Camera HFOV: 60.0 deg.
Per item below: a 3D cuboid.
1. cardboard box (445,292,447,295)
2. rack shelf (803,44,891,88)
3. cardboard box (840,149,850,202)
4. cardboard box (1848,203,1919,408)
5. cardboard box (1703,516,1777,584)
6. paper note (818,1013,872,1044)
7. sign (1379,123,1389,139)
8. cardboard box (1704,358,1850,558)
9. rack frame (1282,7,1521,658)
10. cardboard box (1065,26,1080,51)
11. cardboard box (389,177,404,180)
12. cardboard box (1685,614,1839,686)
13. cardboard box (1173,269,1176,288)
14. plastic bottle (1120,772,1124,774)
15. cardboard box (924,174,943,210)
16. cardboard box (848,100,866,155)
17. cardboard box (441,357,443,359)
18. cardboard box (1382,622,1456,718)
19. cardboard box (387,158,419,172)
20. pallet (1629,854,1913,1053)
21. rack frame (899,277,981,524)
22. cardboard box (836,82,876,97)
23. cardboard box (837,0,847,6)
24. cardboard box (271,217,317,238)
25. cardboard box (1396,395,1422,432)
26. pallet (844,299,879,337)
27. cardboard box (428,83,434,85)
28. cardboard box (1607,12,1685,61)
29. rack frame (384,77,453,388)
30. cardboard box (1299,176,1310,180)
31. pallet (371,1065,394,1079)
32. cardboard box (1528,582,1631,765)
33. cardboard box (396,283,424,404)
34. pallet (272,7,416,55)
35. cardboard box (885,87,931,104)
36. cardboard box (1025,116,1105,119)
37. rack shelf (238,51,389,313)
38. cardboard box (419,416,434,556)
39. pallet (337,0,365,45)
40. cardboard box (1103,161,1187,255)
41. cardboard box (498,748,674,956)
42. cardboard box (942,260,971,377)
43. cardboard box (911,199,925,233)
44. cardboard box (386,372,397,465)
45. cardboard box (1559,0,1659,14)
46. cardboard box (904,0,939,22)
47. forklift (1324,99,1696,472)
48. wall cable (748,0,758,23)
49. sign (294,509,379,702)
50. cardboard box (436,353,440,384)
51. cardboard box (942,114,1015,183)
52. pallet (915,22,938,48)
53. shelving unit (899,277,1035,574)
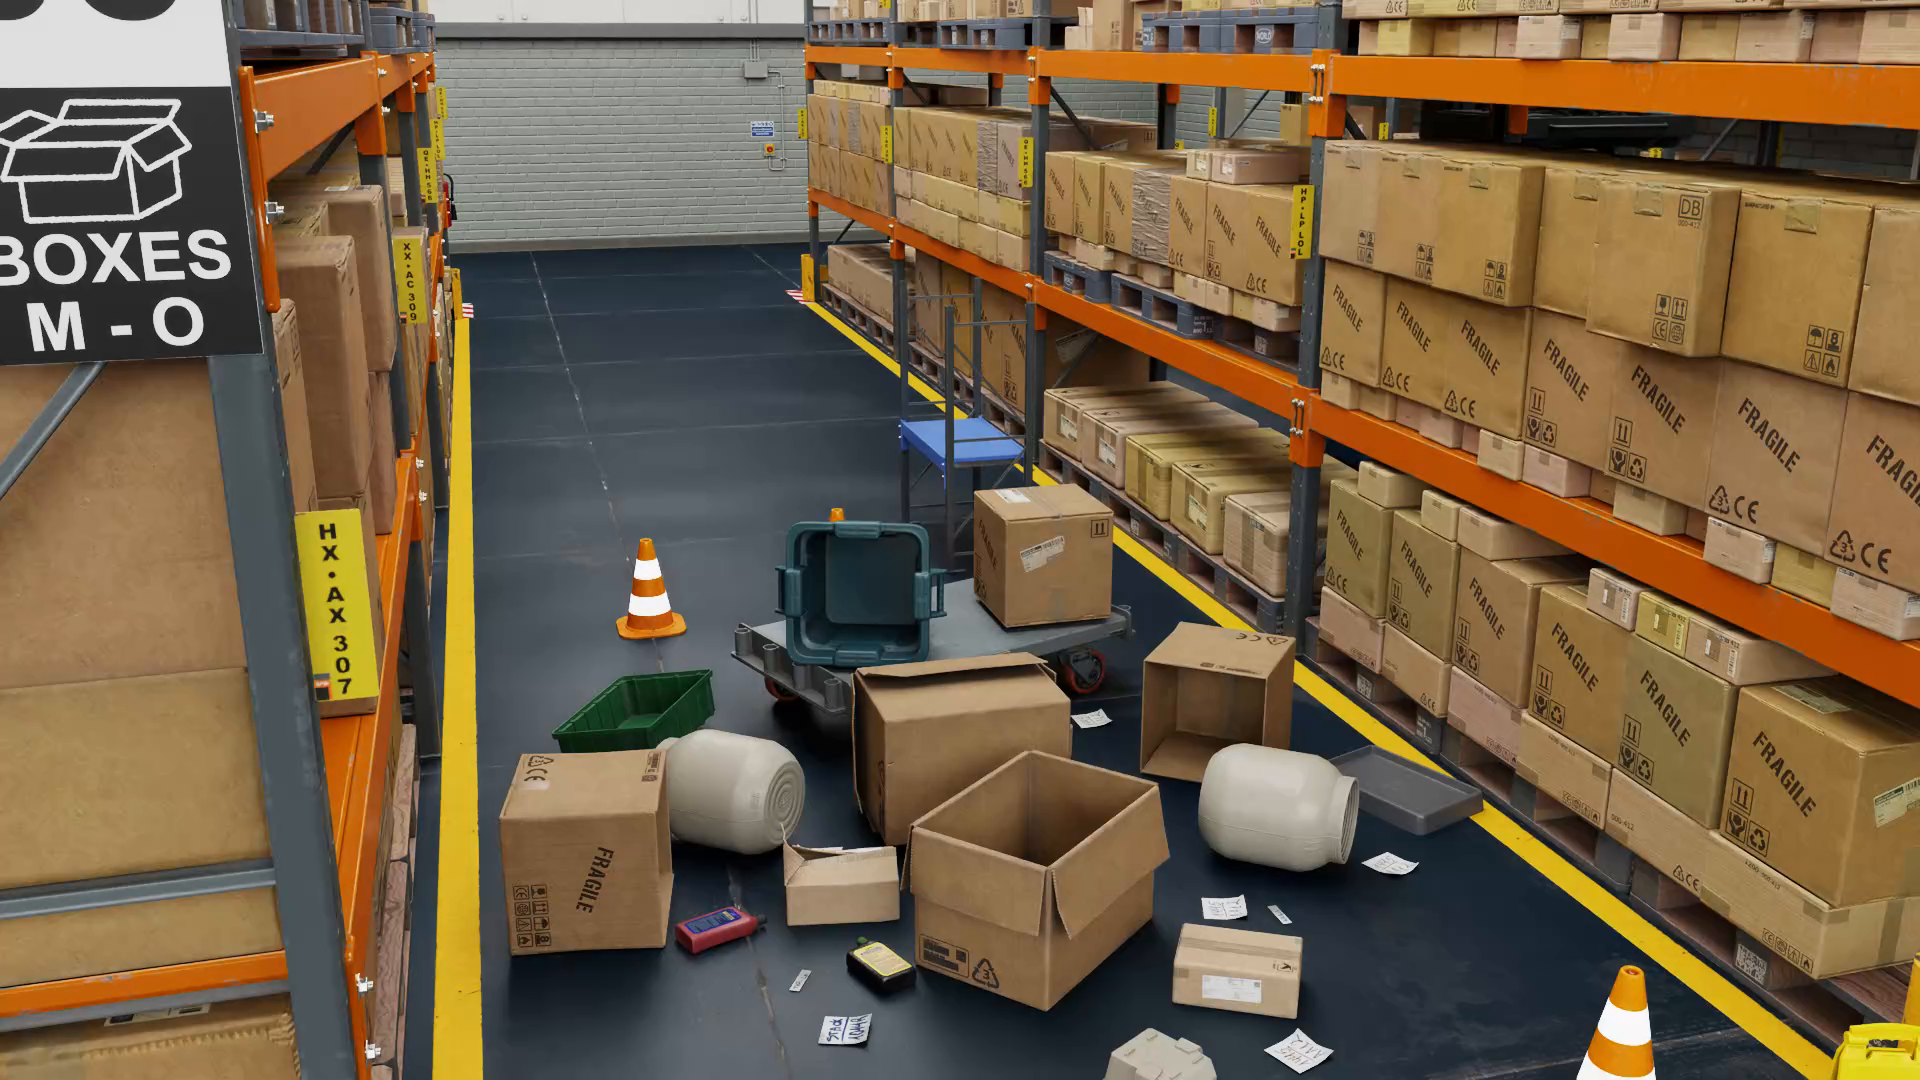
[{"bbox_3d":[-5.184,-2.319,16.165,0.380,0.149,0.250,-4,17,-12],"label":"cardboard box"},{"bbox_3d":[-0.674,-4.780,16.688,1.077,0.370,4.000,-5,17,-15],"label":"rack shelf"},{"bbox_3d":[-0.926,-3.717,16.937,0.500,0.500,0.500,-4,17,-13],"label":"cardboard box"},{"bbox_3d":[2.823,-0.609,4.336,0.700,0.500,0.500,-5,17,-17],"label":"cardboard box"},{"bbox_3d":[2.539,0.015,5.123,0.380,0.149,0.250,-4,17,-14],"label":"cardboard box"},{"bbox_3d":[-0.345,1.470,5.008,0.144,0.017,0.142,1,17,4],"label":"paper note"},{"bbox_3d":[4.128,-3.898,16.210,0.100,0.325,0.005,-5,17,-15],"label":"sign"},{"bbox_3d":[2.626,-0.273,4.956,0.500,0.500,0.500,-5,17,-15],"label":"cardboard box"},{"bbox_3d":[2.074,-0.922,7.807,1.000,3.000,0.127,-5,17,-15],"label":"rack frame"},{"bbox_3d":[0.898,-3.244,10.761,0.380,0.149,0.250,-5,17,-15],"label":"cardboard box"},{"bbox_3d":[-3.985,-2.408,11.428,0.380,0.149,0.250,-4,17,-13],"label":"cardboard box"},{"bbox_3d":[2.537,0.333,5.247,0.380,0.149,0.250,-4,17,-14],"label":"cardboard box"},{"bbox_3d":[1.427,-1.488,9.397,0.380,0.149,0.250,-5,18,-17],"label":"cardboard box"},{"bbox_3d":[0.626,0.991,6.548,0.133,0.061,0.283,-2,17,-6],"label":"plastic bottle"},{"bbox_3d":[0.009,-2.875,13.700,0.500,0.250,0.500,-4,17,-15],"label":"cardboard box"},{"bbox_3d":[-0.800,-4.051,16.313,0.500,0.500,0.500,-4,17,-15],"label":"cardboard box"},{"bbox_3d":[-3.993,-1.109,12.046,0.500,0.500,0.500,-5,17,-17],"label":"cardboard box"},{"bbox_3d":[2.134,0.525,7.040,0.500,0.250,0.500,-4,17,-12],"label":"cardboard box"},{"bbox_3d":[-4.558,-2.986,13.350,0.380,0.149,0.250,-4,17,-13],"label":"cardboard box"},{"bbox_3d":[2.963,1.271,5.353,1.003,0.211,1.213,-5,17,-15],"label":"pallet"},{"bbox_3d":[-0.116,-0.835,10.126,0.500,1.500,0.032,-5,17,-15],"label":"rack frame"},{"bbox_3d":[-1.078,-4.671,17.249,0.380,0.149,0.250,-5,17,-15],"label":"cardboard box"},{"bbox_3d":[-1.013,-5.738,17.982,0.500,0.250,0.500,-6,18,-20],"label":"cardboard box"},{"bbox_3d":[-2.157,-0.538,4.391,0.875,0.550,0.500,-5,17,-15],"label":"cardboard box"},{"bbox_3d":[2.074,-0.552,7.013,0.380,0.149,0.250,-5,17,-16],"label":"cardboard box"},{"bbox_3d":[-0.597,-2.354,17.422,1.003,0.211,1.213,-5,17,-15],"label":"pallet"},{"bbox_3d":[-5.590,-4.384,16.905,0.500,0.500,0.500,-5,17,-16],"label":"cardboard box"},{"bbox_3d":[2.342,-1.630,5.386,0.380,0.149,0.250,-5,17,-16],"label":"cardboard box"},{"bbox_3d":[-4.856,-2.716,13.778,1.000,3.000,0.127,-5,17,-15],"label":"rack frame"},{"bbox_3d":[1.960,-1.742,9.117,0.500,0.500,0.500,-5,17,-16],"label":"cardboard box"},{"bbox_3d":[-1.853,1.724,3.845,1.003,0.211,1.213,-5,17,-15],"label":"pallet"},{"bbox_3d":[2.424,0.456,5.967,0.500,0.500,0.500,-5,17,-17],"label":"cardboard box"},{"bbox_3d":[-2.683,-0.857,7.417,0.500,0.500,0.500,-5,17,-15],"label":"cardboard box"},{"bbox_3d":[-3.218,-2.472,8.083,1.003,0.211,1.213,-4,17,-13],"label":"pallet"},{"bbox_3d":[-0.483,-4.114,15.394,0.380,0.149,0.250,-4,17,-14],"label":"cardboard box"},{"bbox_3d":[0.802,-2.992,12.786,0.500,0.500,0.500,-4,17,-14],"label":"cardboard box"},{"bbox_3d":[-2.108,-1.042,4.242,1.077,0.370,4.000,-5,17,-15],"label":"rack shelf"},{"bbox_3d":[-3.432,-0.316,8.970,1.050,0.750,0.750,-4,17,-14],"label":"cardboard box"},{"bbox_3d":[-2.443,-1.670,5.237,1.003,0.211,1.213,-5,17,-15],"label":"pallet"},{"bbox_3d":[1.179,-1.987,9.933,0.500,0.500,0.500,-4,17,-14],"label":"cardboard box"},{"bbox_3d":[-1.244,1.042,5.611,0.500,0.500,0.500,-2,17,-6],"label":"cardboard box"},{"bbox_3d":[0.379,-1.904,14.040,0.875,0.875,0.875,-4,17,-14],"label":"cardboard box"},{"bbox_3d":[-0.113,-2.777,14.245,0.500,0.250,0.500,-5,17,-17],"label":"cardboard box"},{"bbox_3d":[-2.544,-0.473,6.053,0.875,0.550,0.550,-5,17,-15],"label":"cardboard box"},{"bbox_3d":[2.349,-1.865,5.476,0.500,0.250,0.500,-5,17,-15],"label":"cardboard box"},{"bbox_3d":[-0.161,-4.554,13.780,0.500,0.500,0.500,-5,17,-16],"label":"cardboard box"},{"bbox_3d":[3.223,-1.326,9.272,1.130,2.935,3.031,-4,17,-14],"label":"forklift"},{"bbox_3d":[-3.058,-8.666,23.158,0.463,3.000,0.029,-5,17,-15],"label":"wall cable"},{"bbox_3d":[-1.023,0.109,2.733,0.100,0.325,0.005,-5,17,-15],"label":"sign"},{"bbox_3d":[-3.713,-1.182,10.985,0.500,0.250,0.500,-6,18,-18],"label":"cardboard box"},{"bbox_3d":[0.170,-3.097,13.137,0.500,0.500,0.500,-5,17,-16],"label":"cardboard box"},{"bbox_3d":[0.175,-4.230,13.939,0.805,0.209,1.217,-5,18,-17],"label":"pallet"},{"bbox_3d":[0.023,-0.695,9.658,0.538,1.500,1.048,-5,17,-15],"label":"shelving unit"}]
